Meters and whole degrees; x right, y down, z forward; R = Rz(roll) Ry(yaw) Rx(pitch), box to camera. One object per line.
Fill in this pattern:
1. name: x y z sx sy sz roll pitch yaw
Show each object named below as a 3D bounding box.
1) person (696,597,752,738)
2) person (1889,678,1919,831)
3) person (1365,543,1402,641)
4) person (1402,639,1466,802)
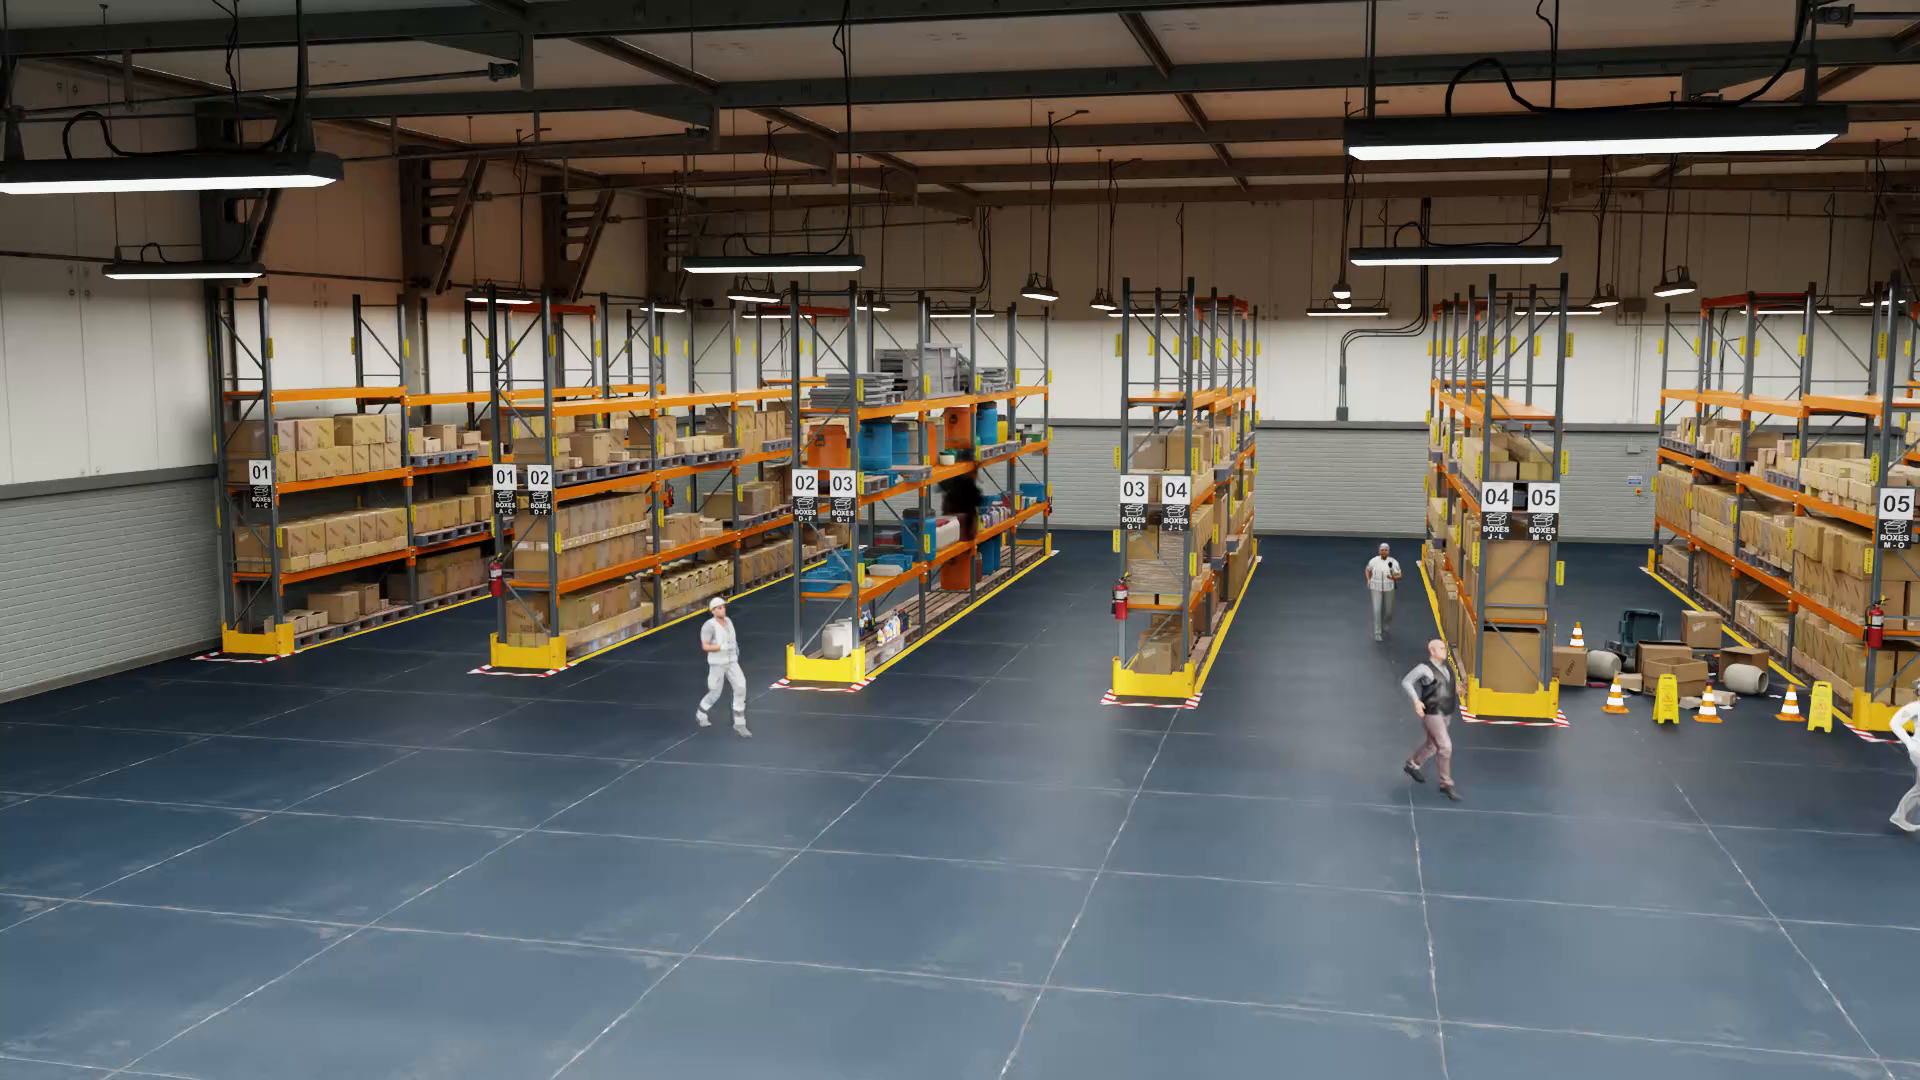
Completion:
1. person: -3.082 1.642 21.659 0.893 1.812 0.669 6 9 43
2. person: 9.857 2.228 16.946 0.590 1.748 0.677 -5 8 -34
3. person: 7.308 0.875 28.740 0.615 1.643 0.881 2 7 13
4. person: 5.352 1.988 18.716 0.638 1.753 0.877 -6 9 -40
